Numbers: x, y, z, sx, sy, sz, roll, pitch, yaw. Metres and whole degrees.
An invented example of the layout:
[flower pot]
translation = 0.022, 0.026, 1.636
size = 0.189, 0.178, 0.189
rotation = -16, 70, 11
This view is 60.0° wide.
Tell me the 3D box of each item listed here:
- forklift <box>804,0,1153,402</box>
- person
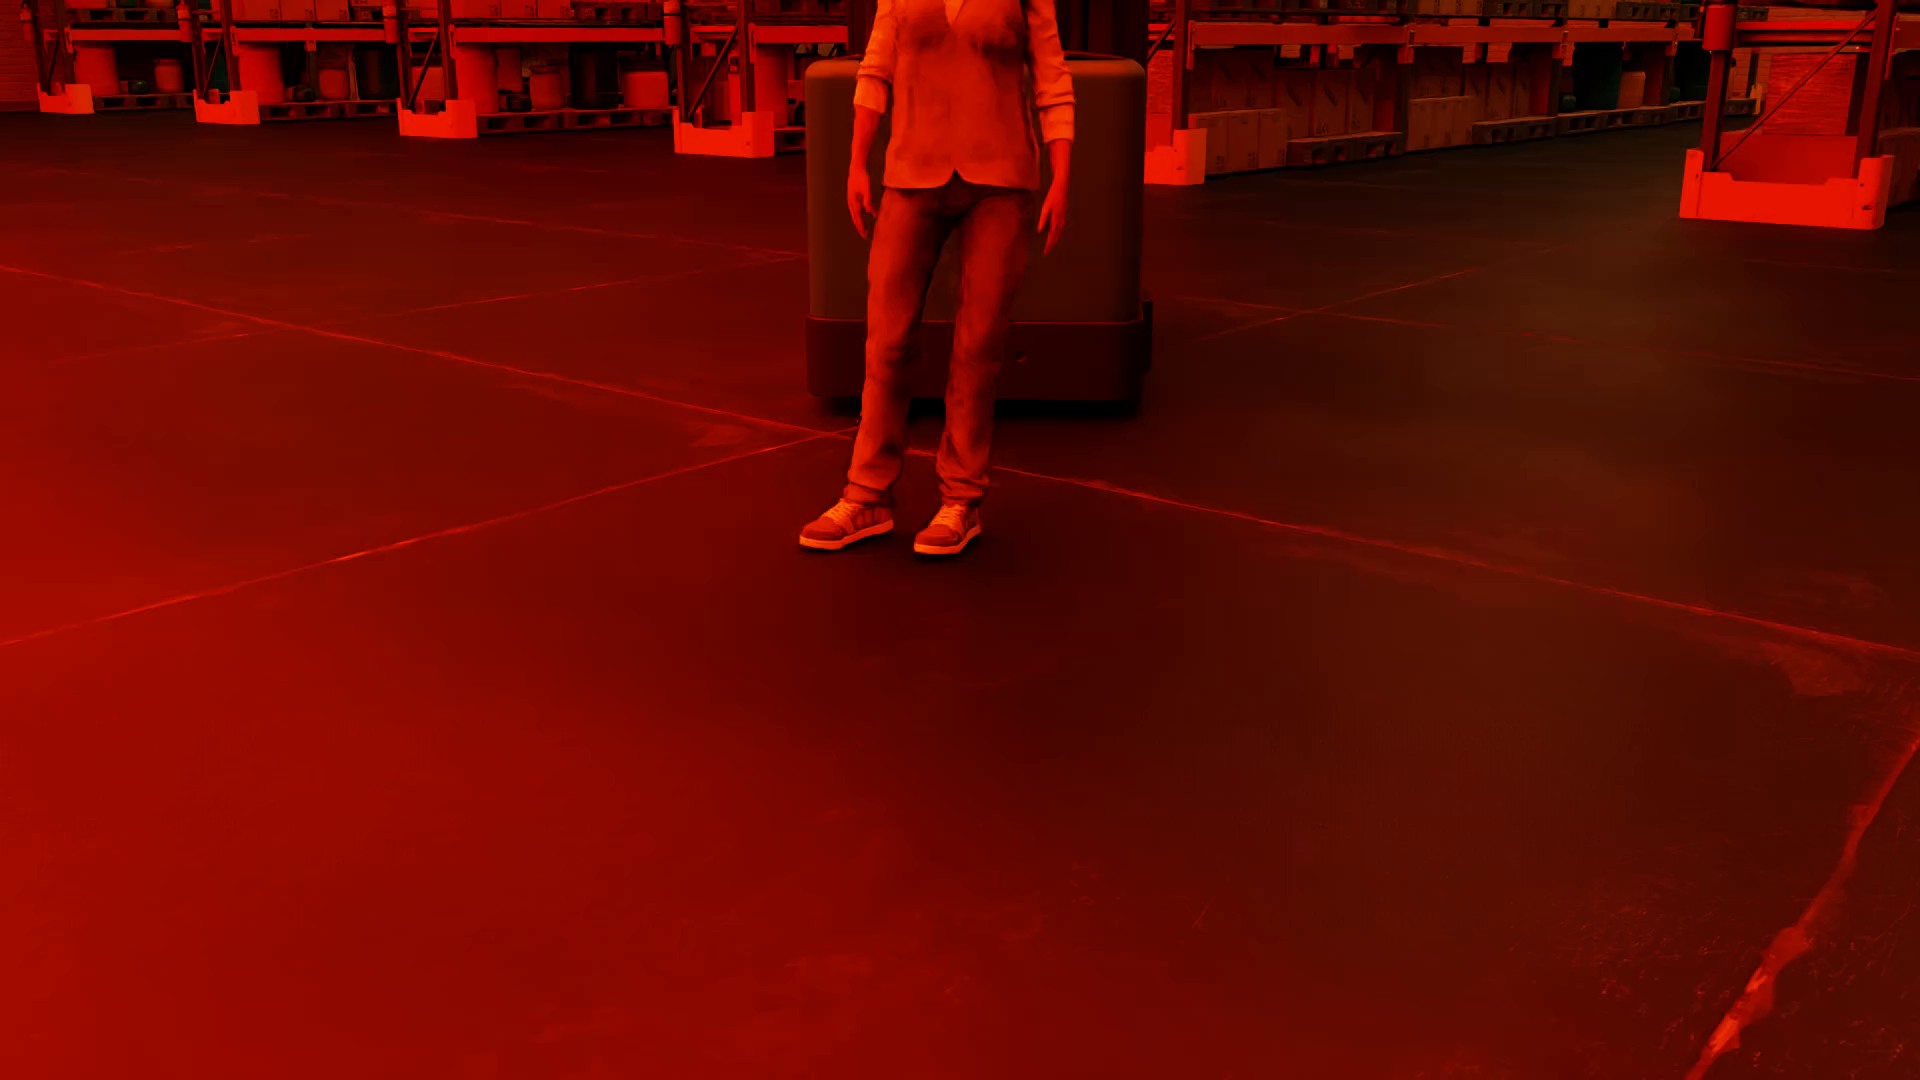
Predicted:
[forklift]
translation = 0.158, -2.206, 6.163
size = 1.130, 2.935, 3.031
rotation = 1, 17, 5
[person]
translation = -0.058, -0.762, 3.694
size = 0.617, 1.599, 0.358
rotation = 1, 17, 5
